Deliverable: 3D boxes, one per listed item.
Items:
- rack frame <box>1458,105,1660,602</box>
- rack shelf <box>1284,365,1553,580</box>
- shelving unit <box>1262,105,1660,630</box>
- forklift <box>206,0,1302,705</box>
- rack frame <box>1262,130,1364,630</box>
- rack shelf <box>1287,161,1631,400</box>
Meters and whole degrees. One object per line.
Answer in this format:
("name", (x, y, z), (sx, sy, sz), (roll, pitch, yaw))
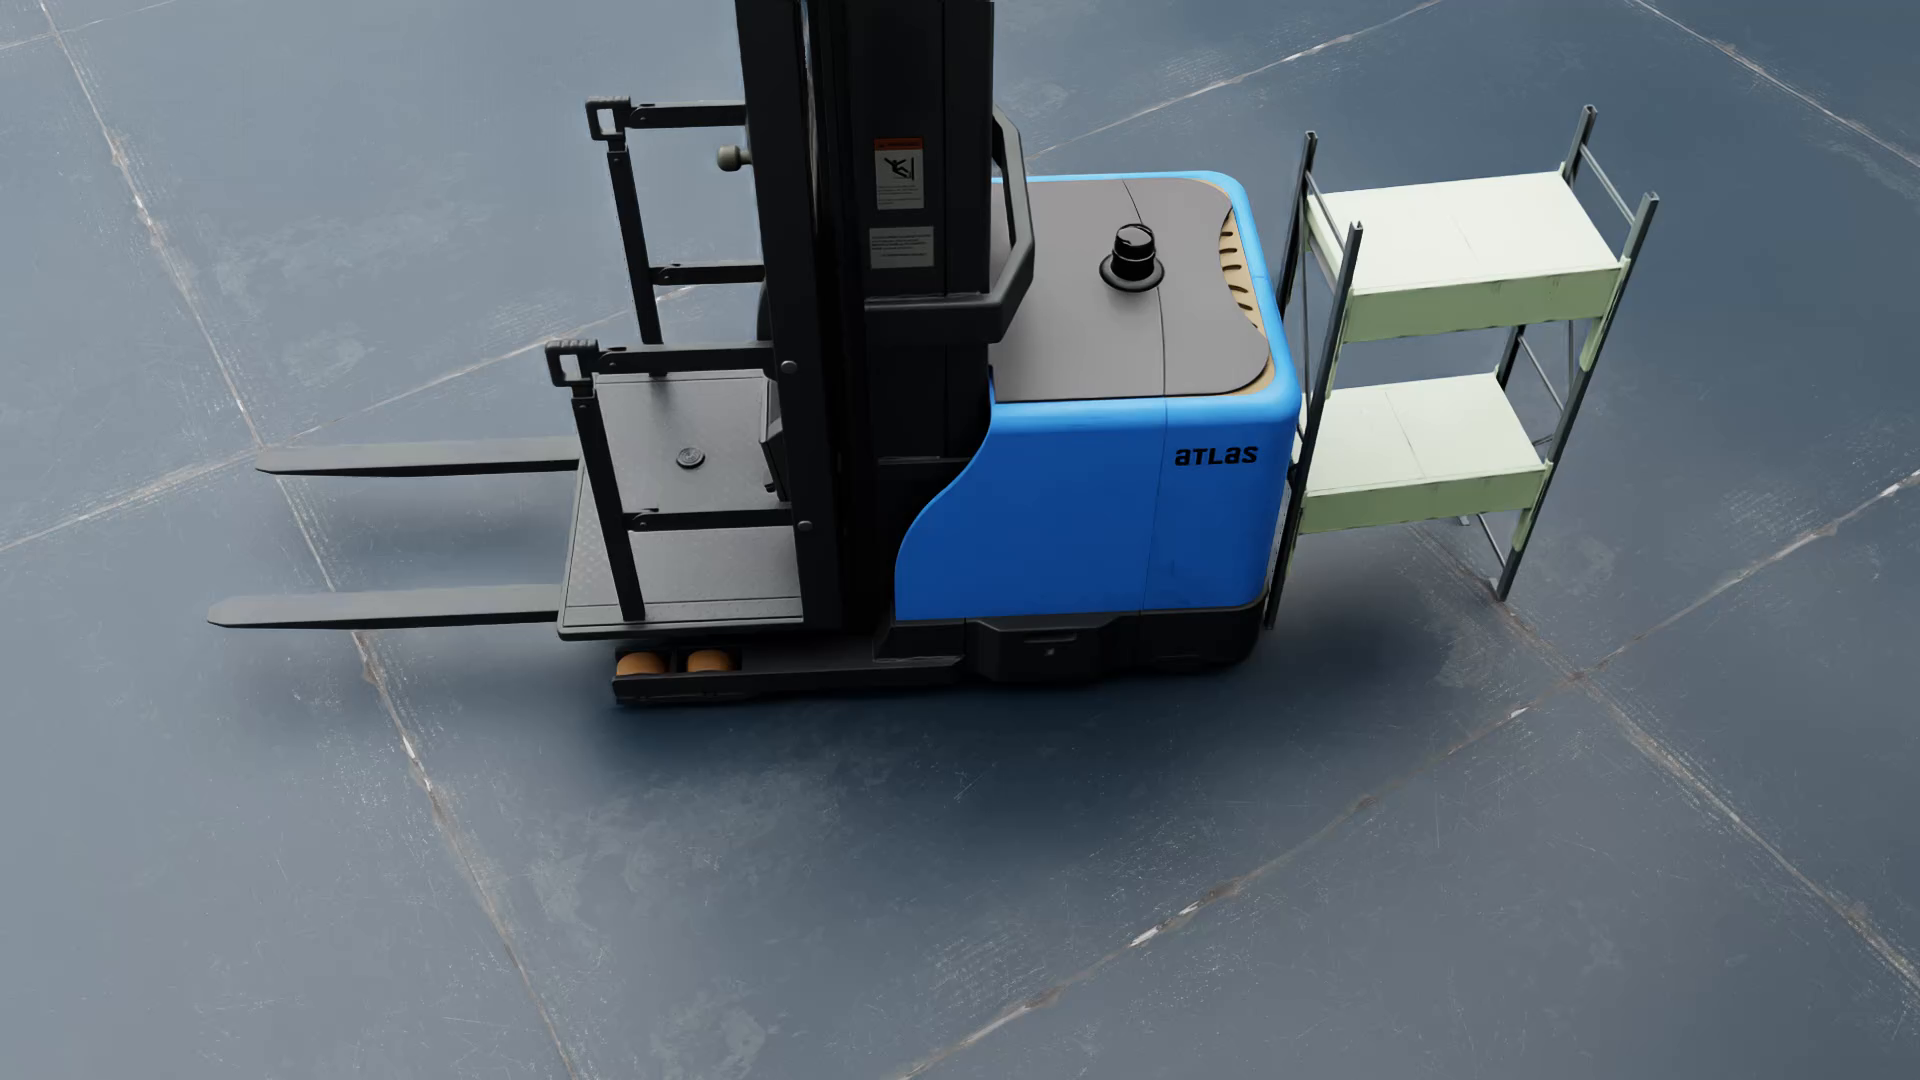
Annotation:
("rack frame", (1.627, -0.459, 4.655), (0.023, 1.500, 0.400), (-7, 49, -6))
("rack shelf", (1.265, -0.200, 4.861), (0.720, 0.370, 0.431), (-7, 49, -6))
("shelving unit", (1.265, -0.417, 4.617), (0.755, 1.500, 0.431), (-7, 49, -6))
("forklift", (-0.659, -0.905, 4.094), (3.031, 2.935, 1.130), (-2, 48, -2))
("rack frame", (0.904, -0.375, 4.580), (0.023, 1.500, 0.400), (-7, 49, -6))
("rack shelf", (1.265, -0.677, 4.326), (0.720, 0.370, 0.431), (-7, 49, -6))
